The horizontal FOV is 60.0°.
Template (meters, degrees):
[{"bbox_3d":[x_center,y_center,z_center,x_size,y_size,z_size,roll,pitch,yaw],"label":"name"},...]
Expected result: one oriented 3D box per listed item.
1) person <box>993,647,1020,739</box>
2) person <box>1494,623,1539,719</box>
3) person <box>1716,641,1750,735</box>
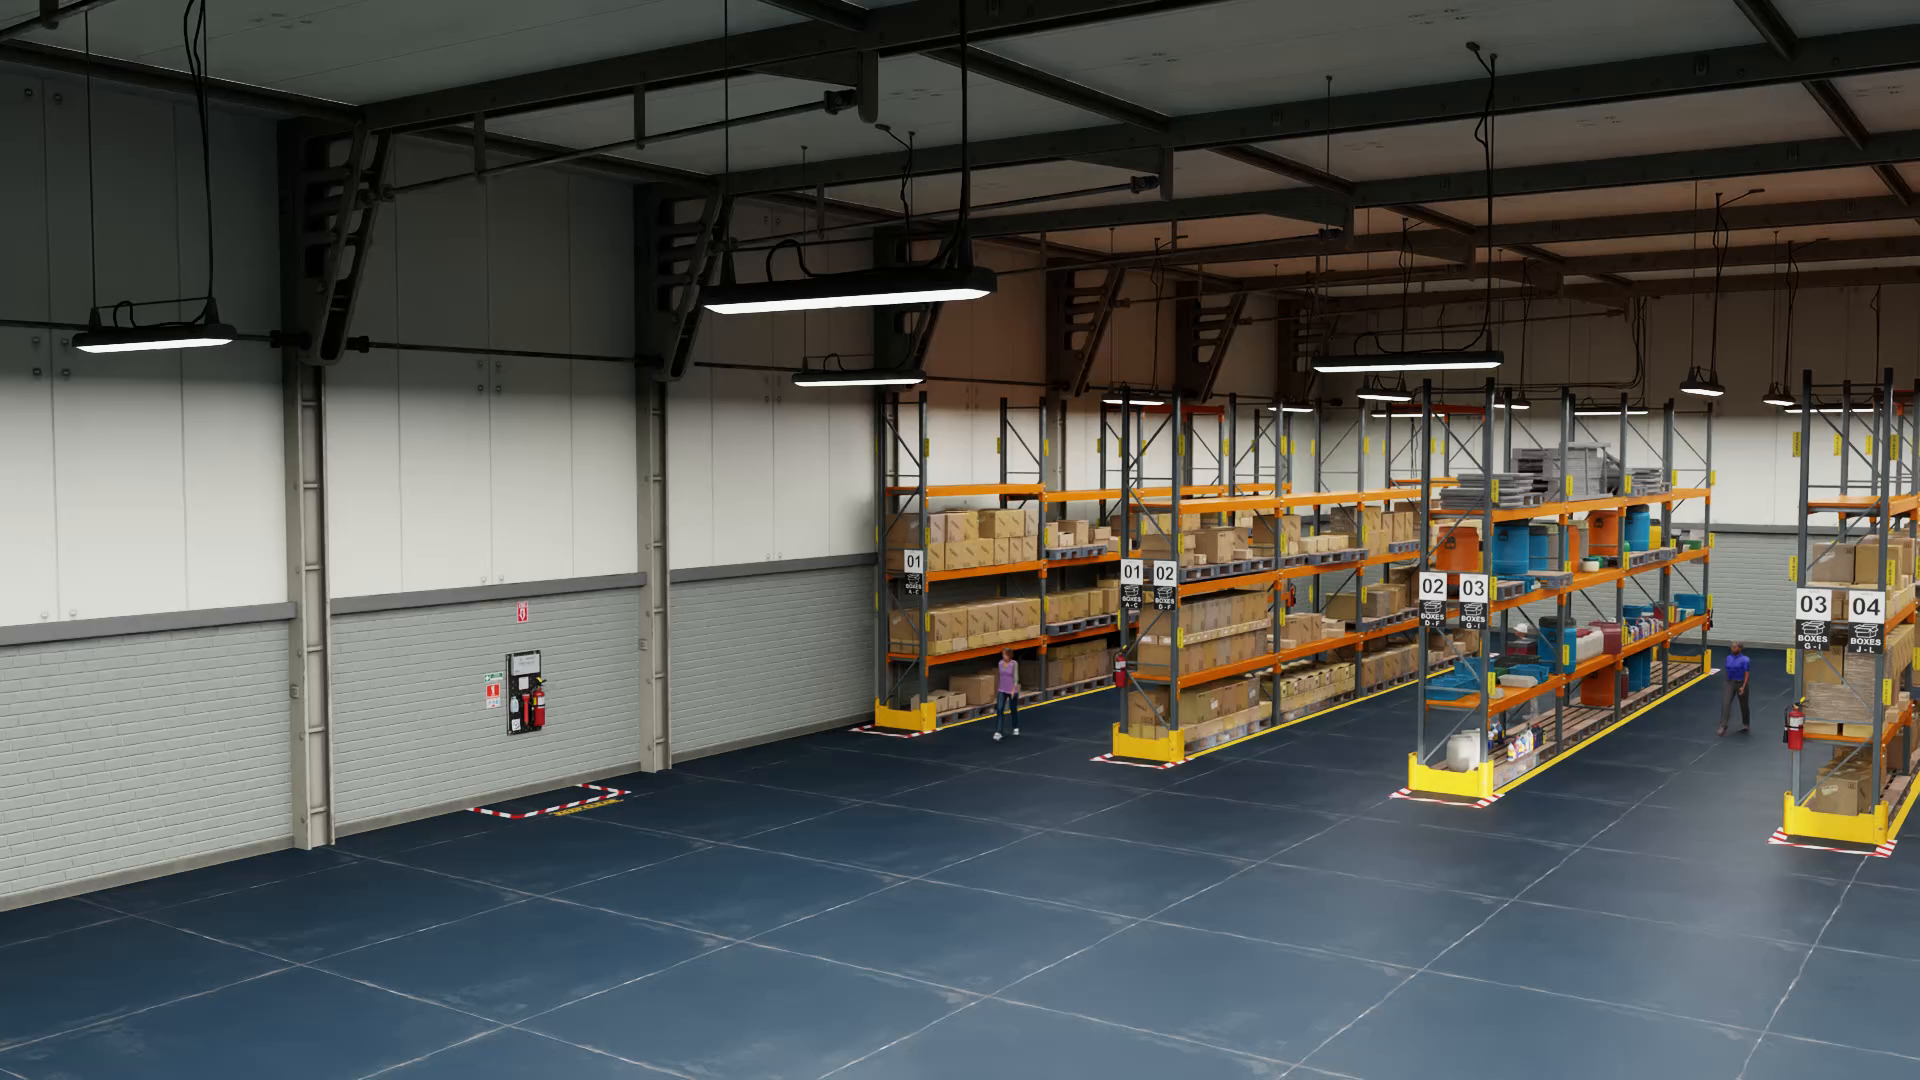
[{"bbox_3d":[0.810,2.614,28.579,0.434,1.554,0.880,1,3,22],"label":"person"},{"bbox_3d":[10.330,2.418,30.639,0.552,1.772,0.800,-1,3,-25],"label":"person"},{"bbox_3d":[13.558,2.565,29.030,0.447,1.615,0.969,3,4,43],"label":"person"}]
